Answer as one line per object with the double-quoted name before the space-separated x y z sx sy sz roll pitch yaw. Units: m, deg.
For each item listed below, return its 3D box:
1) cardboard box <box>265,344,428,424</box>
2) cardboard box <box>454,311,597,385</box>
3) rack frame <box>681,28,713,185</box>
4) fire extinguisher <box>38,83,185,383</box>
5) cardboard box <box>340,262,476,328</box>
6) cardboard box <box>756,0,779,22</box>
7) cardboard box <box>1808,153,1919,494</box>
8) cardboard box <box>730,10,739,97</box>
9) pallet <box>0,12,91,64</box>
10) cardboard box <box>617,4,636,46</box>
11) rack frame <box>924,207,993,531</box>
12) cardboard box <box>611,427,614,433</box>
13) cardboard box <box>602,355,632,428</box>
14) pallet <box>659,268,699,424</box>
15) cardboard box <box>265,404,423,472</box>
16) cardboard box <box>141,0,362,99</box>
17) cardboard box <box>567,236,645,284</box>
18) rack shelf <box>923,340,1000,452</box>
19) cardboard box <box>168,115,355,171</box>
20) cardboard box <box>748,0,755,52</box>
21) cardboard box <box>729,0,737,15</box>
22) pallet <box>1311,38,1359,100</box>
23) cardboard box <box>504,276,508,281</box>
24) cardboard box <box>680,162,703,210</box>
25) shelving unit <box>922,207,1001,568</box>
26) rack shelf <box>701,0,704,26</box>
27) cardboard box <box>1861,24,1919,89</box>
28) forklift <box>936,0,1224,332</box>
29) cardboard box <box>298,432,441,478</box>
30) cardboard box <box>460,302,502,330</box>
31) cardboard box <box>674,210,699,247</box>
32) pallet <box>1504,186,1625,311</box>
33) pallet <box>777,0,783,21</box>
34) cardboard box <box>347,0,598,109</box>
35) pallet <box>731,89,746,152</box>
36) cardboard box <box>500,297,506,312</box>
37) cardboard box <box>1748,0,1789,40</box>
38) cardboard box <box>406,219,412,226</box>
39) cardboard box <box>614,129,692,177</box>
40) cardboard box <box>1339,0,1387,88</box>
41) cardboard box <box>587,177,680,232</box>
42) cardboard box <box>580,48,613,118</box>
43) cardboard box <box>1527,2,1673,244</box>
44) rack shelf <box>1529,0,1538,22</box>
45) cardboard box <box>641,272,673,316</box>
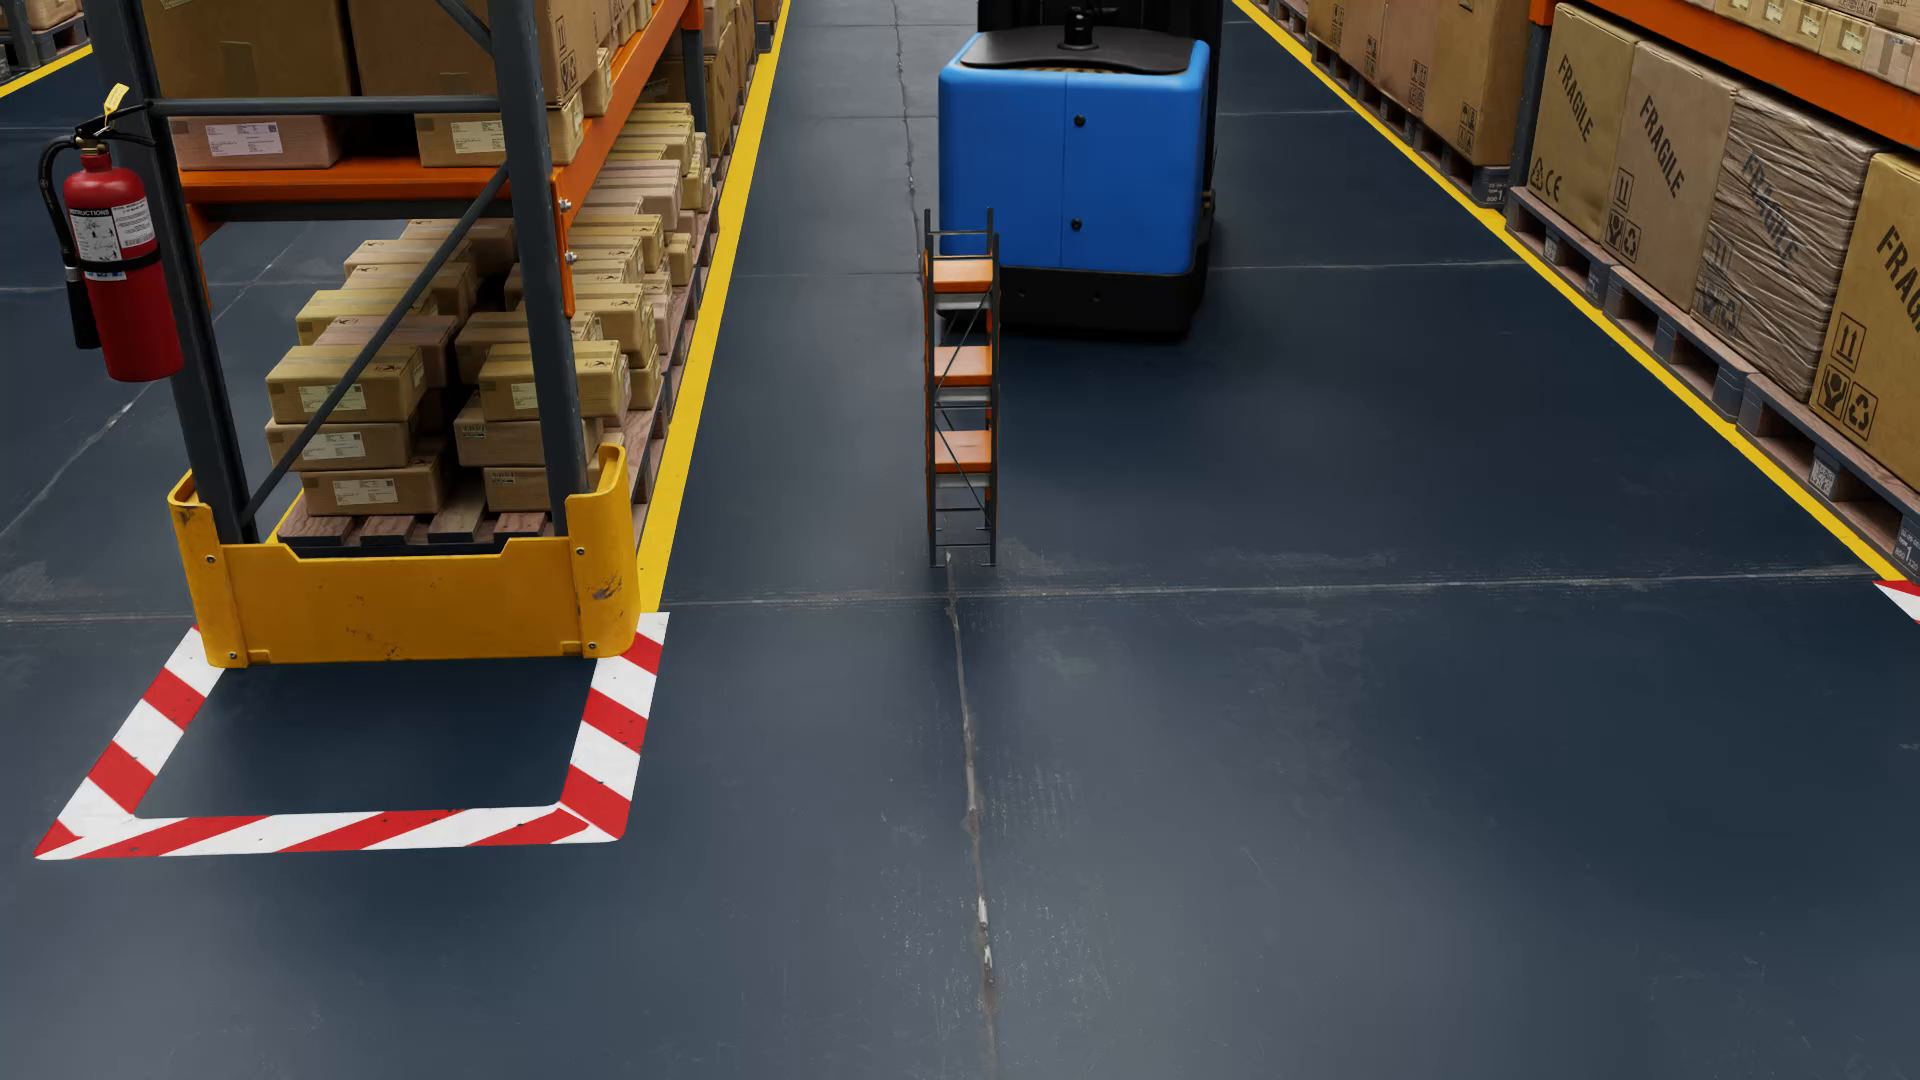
"cardboard box" -1.790 -0.458 4.871 0.380 0.149 0.250 -1 28 -2
"cardboard box" -1.332 -0.595 5.132 0.380 0.149 0.250 -1 28 -2
"rack frame" -1.718 -2.881 7.531 1.000 3.000 0.127 -1 28 -3
"fire extinguisher" -1.957 -0.707 3.849 0.296 0.674 0.183 -1 28 -3
"cardboard box" -1.837 -0.813 5.551 0.380 0.149 0.250 -2 28 -5
"cardboard box" -1.869 -4.201 12.039 1.050 0.750 0.750 -2 28 -3
"cardboard box" 3.336 -0.645 5.086 0.875 0.875 0.875 -1 28 -3
"cardboard box" -1.562 -2.793 9.610 0.500 0.500 0.500 -1 28 -2
"pallet" -6.905 -3.687 12.091 1.003 0.211 1.213 -1 28 -3
"cardboard box" -1.332 -1.799 5.728 0.380 0.149 0.250 0 28 -1
"rack frame" -0.004 -0.497 5.068 0.200 1.050 0.008 -1 28 -3
"cardboard box" -1.333 -0.439 5.477 0.380 0.149 0.250 -1 28 -2
"cardboard box" -1.238 -0.464 5.203 0.380 0.149 0.250 -2 28 -3
"pallet" -1.581 -0.771 6.500 1.003 0.211 1.213 -1 28 -3
"cardboard box" -1.822 -0.325 4.936 0.380 0.149 0.250 -2 28 -4
"cardboard box" -1.790 -1.412 4.283 0.500 0.500 0.500 -1 28 -2
"cardboard box" -1.318 -0.955 5.822 0.380 0.149 0.250 0 28 -1
"rack shelf" 0.003 -0.431 4.965 0.215 0.259 0.240 -1 28 -3
"cardboard box" -1.809 -1.066 4.323 0.380 0.149 0.250 -1 28 -3
"cardboard box" -1.632 -3.509 10.983 0.500 0.500 0.500 -2 28 -3
"cardboard box" -1.546 -3.121 9.428 0.500 0.250 0.500 0 28 -1
"pallet" 2.997 -3.199 11.156 1.003 0.211 1.213 -1 28 -3
"cardboard box" -1.928 -1.049 6.325 0.380 0.149 0.250 -1 28 -2
"cardboard box" -1.326 -1.550 7.284 0.380 0.149 0.250 -2 28 -4
"shelving unit" 0.003 -0.441 4.960 0.215 1.050 0.252 -1 28 -3
"rack shelf" -1.823 -3.486 9.468 1.077 0.370 4.000 -1 28 -3
"cardboard box" 3.062 -1.504 5.162 0.380 0.149 0.250 -1 28 -2
"forklift" 0.665 -2.794 7.438 1.130 2.935 3.031 5 28 9
"cardboard box" -1.860 -0.311 5.231 0.380 0.149 0.250 -1 28 -1
"cardboard box" -1.762 -0.691 5.639 0.380 0.149 0.250 -2 28 -3
"cardboard box" -1.349 -1.388 7.296 0.380 0.149 0.250 -2 28 -4
"pallet" 3.202 -1.365 7.639 1.003 0.211 1.213 -1 28 -3
"pallet" -1.954 -4.420 13.496 1.003 0.211 1.213 -1 28 -3
"cardboard box" -1.257 -1.424 4.307 0.500 0.500 0.500 0 28 0
"pallet" -1.827 -2.569 9.948 1.003 0.211 1.213 -1 28 -3
"cardboard box" -1.884 -0.791 6.152 0.380 0.149 0.250 -1 28 -2
"cardboard box" 3.022 -1.858 5.841 0.380 0.149 0.250 -1 28 -2
"cardboard box" -1.851 -1.181 6.256 0.380 0.149 0.250 -1 28 -2
"cardboard box" -1.367 -1.677 7.208 0.380 0.149 0.250 -2 28 -3
"cardboard box" 3.085 -3.315 10.205 1.225 0.875 0.875 -1 28 -2
"cardboard box" -1.298 -1.309 6.501 0.380 0.149 0.250 -2 28 -4
"cardboard box" -1.214 -1.322 4.813 0.380 0.149 0.250 -2 28 -4
"cardboard box" 3.195 -1.892 7.477 0.875 0.875 0.875 -1 28 -3
"rack shelf" 3.136 -3.559 9.608 1.077 0.370 4.000 -1 28 -3
"cardboard box" -1.311 -0.920 6.399 0.380 0.149 0.250 -1 28 -3
